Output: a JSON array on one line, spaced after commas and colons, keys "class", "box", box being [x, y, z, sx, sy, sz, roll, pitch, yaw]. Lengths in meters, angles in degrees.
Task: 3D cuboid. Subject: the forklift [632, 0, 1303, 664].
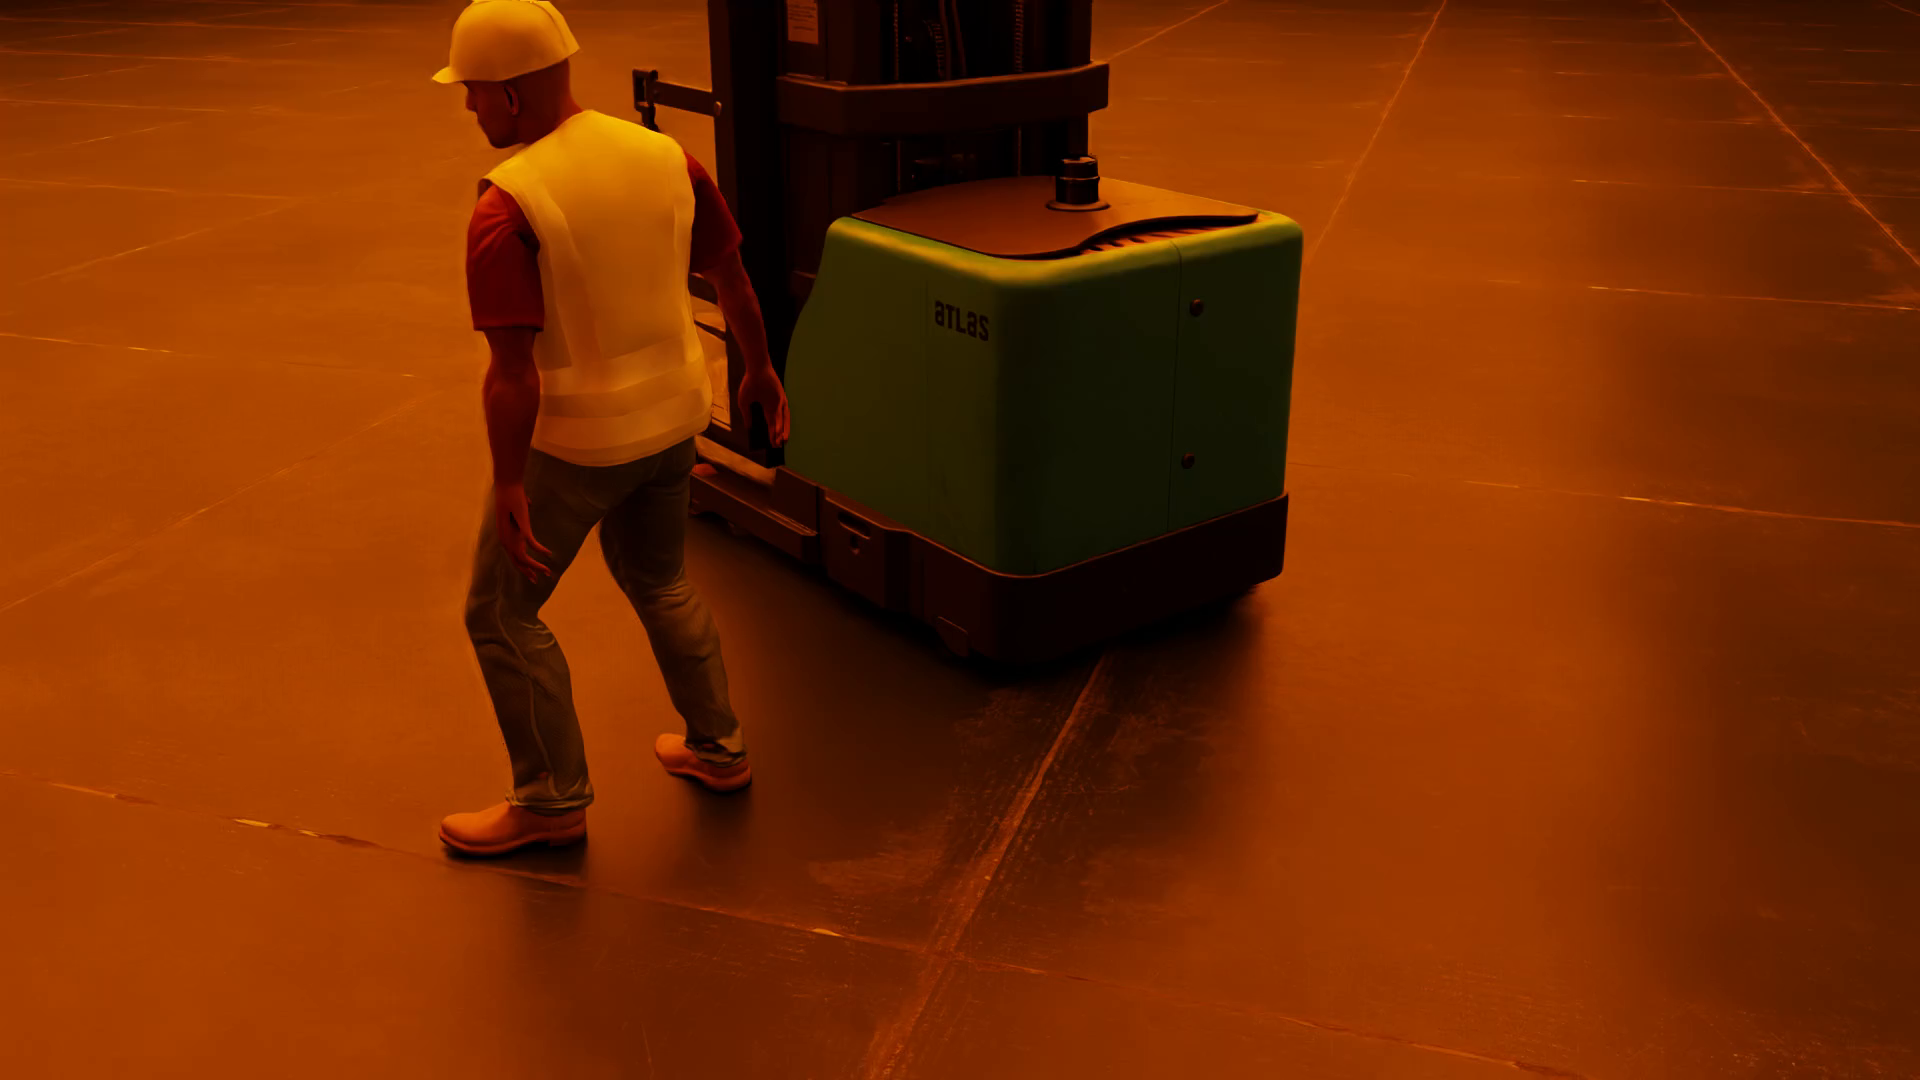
[{"class": "forklift", "box": [-0.385, -1.537, 5.002, 1.130, 2.935, 3.031, -17, 28, -35]}]

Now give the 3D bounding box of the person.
[{"class": "person", "box": [-0.744, -0.237, 3.462, 0.472, 1.733, 0.883, 16, 27, 34]}]
